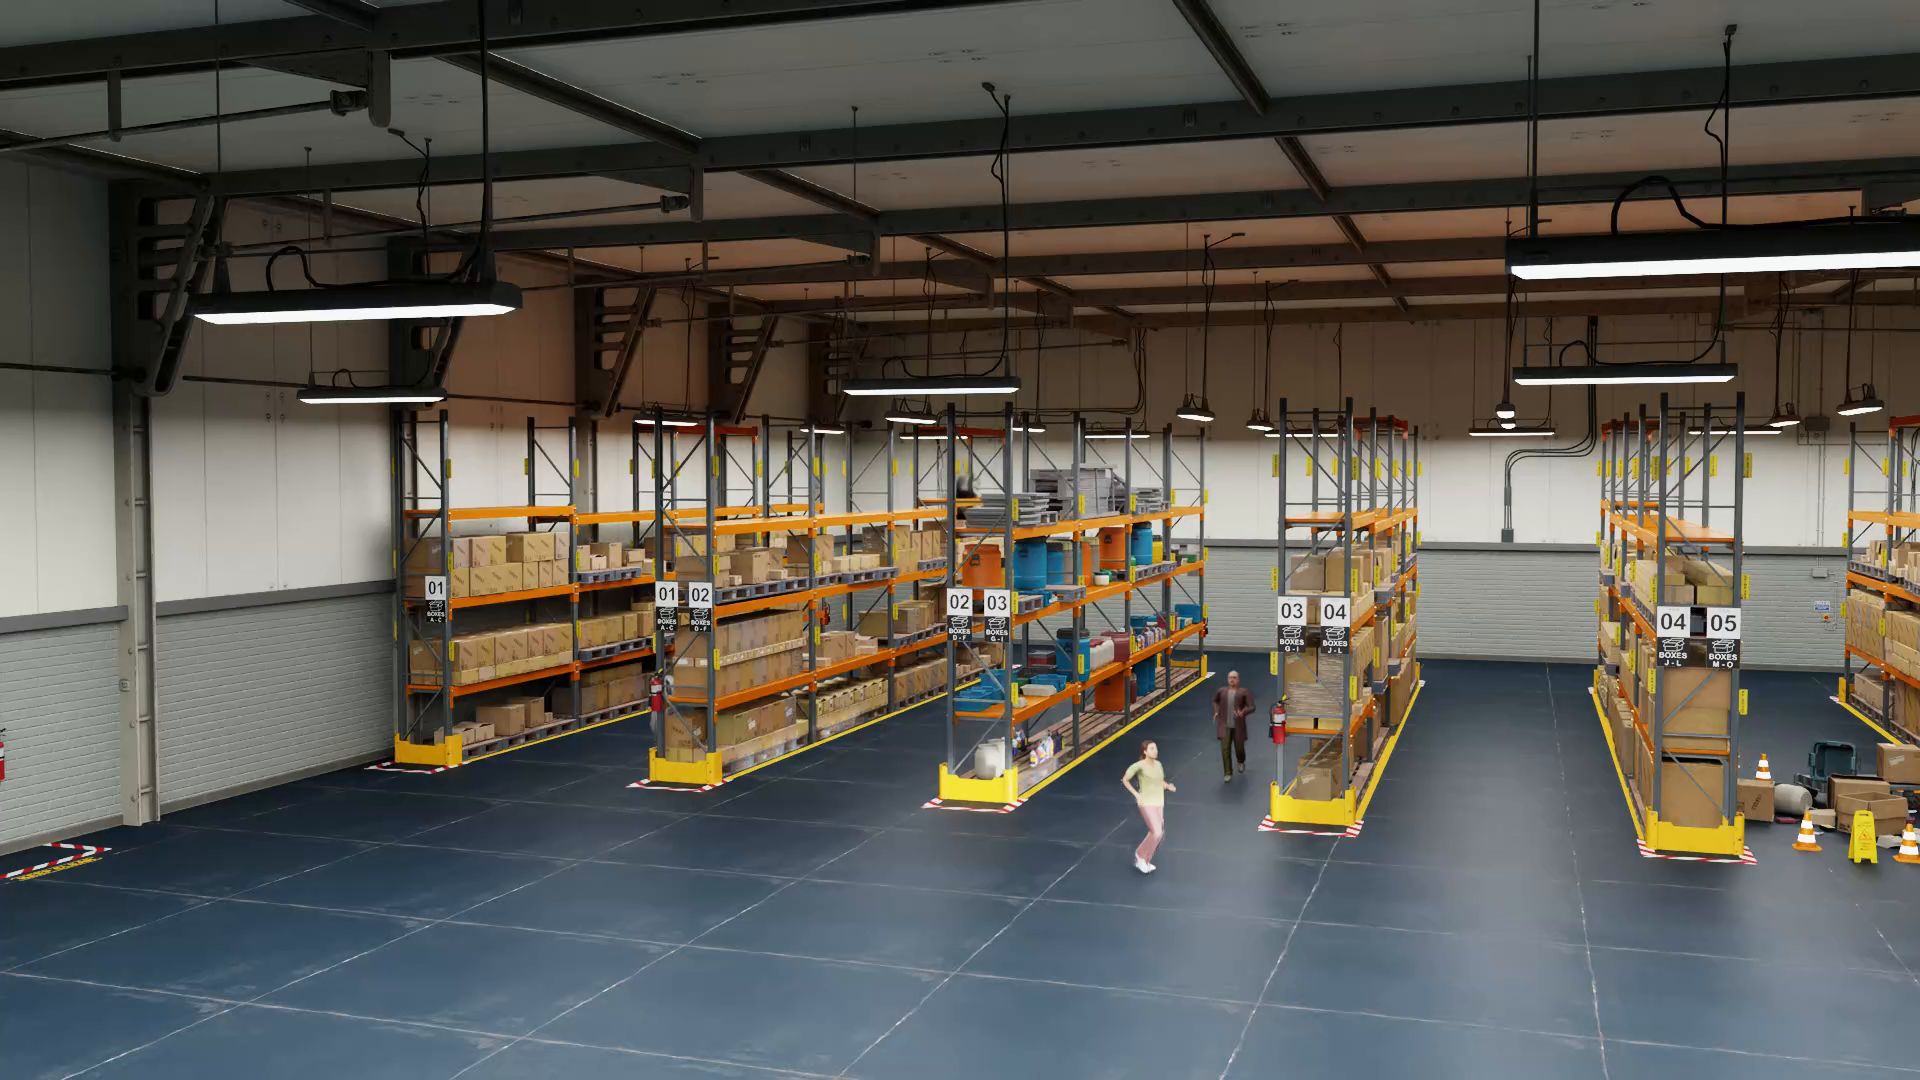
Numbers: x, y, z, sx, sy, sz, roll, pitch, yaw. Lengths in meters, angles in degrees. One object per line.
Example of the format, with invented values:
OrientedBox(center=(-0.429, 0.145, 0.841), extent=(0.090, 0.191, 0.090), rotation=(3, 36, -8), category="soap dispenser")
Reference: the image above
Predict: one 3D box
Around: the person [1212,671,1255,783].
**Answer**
OrientedBox(center=(4.363, 3.023, 26.681), extent=(0.720, 1.664, 0.855), rotation=(1, 3, 18), category="person")

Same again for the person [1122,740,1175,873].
OrientedBox(center=(2.377, 3.287, 20.525), extent=(0.566, 1.637, 0.562), rotation=(-2, 3, -39), category="person")

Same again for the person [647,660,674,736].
OrientedBox(center=(-5.237, 2.924, 29.146), extent=(0.605, 1.659, 0.532), rotation=(0, 2, 7), category="person")
